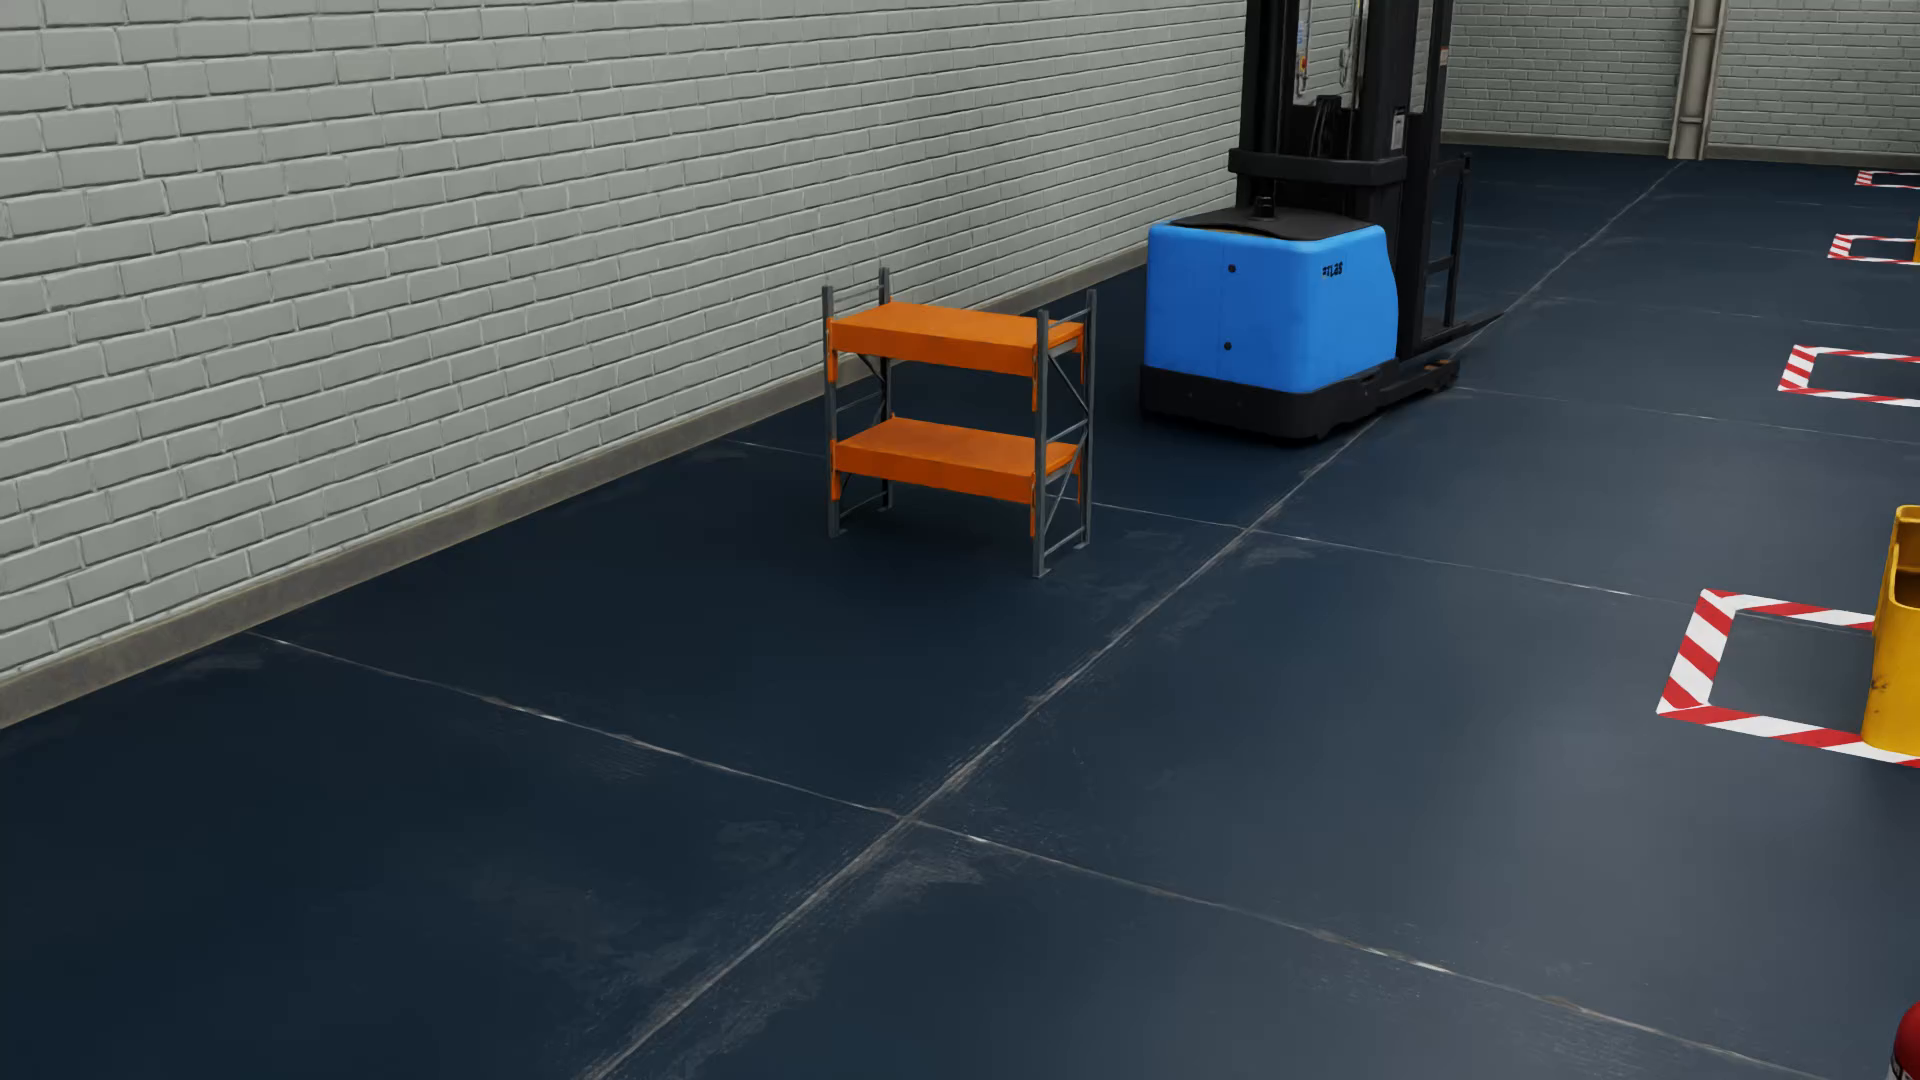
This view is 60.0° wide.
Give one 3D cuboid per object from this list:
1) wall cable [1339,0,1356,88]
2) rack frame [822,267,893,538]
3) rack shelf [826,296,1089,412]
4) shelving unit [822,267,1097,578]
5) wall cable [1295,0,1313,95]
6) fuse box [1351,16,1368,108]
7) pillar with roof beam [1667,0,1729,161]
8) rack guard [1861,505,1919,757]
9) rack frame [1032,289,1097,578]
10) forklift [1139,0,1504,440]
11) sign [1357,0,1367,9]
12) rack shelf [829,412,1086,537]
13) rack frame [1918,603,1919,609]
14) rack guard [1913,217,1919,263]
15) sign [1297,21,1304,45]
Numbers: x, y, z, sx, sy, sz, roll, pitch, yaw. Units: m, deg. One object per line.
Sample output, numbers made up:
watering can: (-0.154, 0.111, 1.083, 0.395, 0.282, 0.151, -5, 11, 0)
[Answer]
wall cable: (4.011, -5.656, 17.069, 0.122, 1.984, 0.588, 11, 23, 27)
rack frame: (-0.450, -0.614, 7.409, 0.032, 1.125, 0.500, 11, 23, 27)
rack shelf: (-0.006, -0.805, 7.077, 1.000, 0.278, 0.538, 11, 23, 27)
shelving unit: (-0.006, -0.530, 7.176, 1.048, 1.125, 0.538, 11, 23, 27)
wall cable: (3.330, -5.246, 15.894, 0.123, 1.953, 0.585, 11, 23, 27)
fuse box: (4.482, -4.750, 17.949, 0.414, 1.711, 0.539, 11, 23, 27)
pillar with roof beam: (6.668, -7.557, 15.002, 0.400, 9.000, 9.100, 11, 23, 27)
rack guard: (3.410, 0.298, 5.811, 0.348, 0.500, 1.175, 11, 23, 27)
rack frame: (0.438, -0.445, 6.943, 0.032, 1.125, 0.500, 11, 23, 27)
forklift: (2.317, -2.331, 9.493, 1.130, 2.935, 3.031, 16, 25, 37)
sign: (4.274, -5.761, 17.638, 0.001, 0.242, 0.339, 11, 23, 27)
rack shelf: (-0.006, -0.300, 7.260, 1.000, 0.278, 0.538, 11, 23, 27)
rack frame: (3.431, -0.873, 5.373, 0.127, 3.000, 1.000, 11, 23, 27)
rack guard: (8.243, -2.652, 13.944, 0.348, 0.500, 1.175, 11, 23, 27)
sign: (3.253, -4.877, 16.015, 0.001, 0.218, 0.327, 11, 23, 27)
